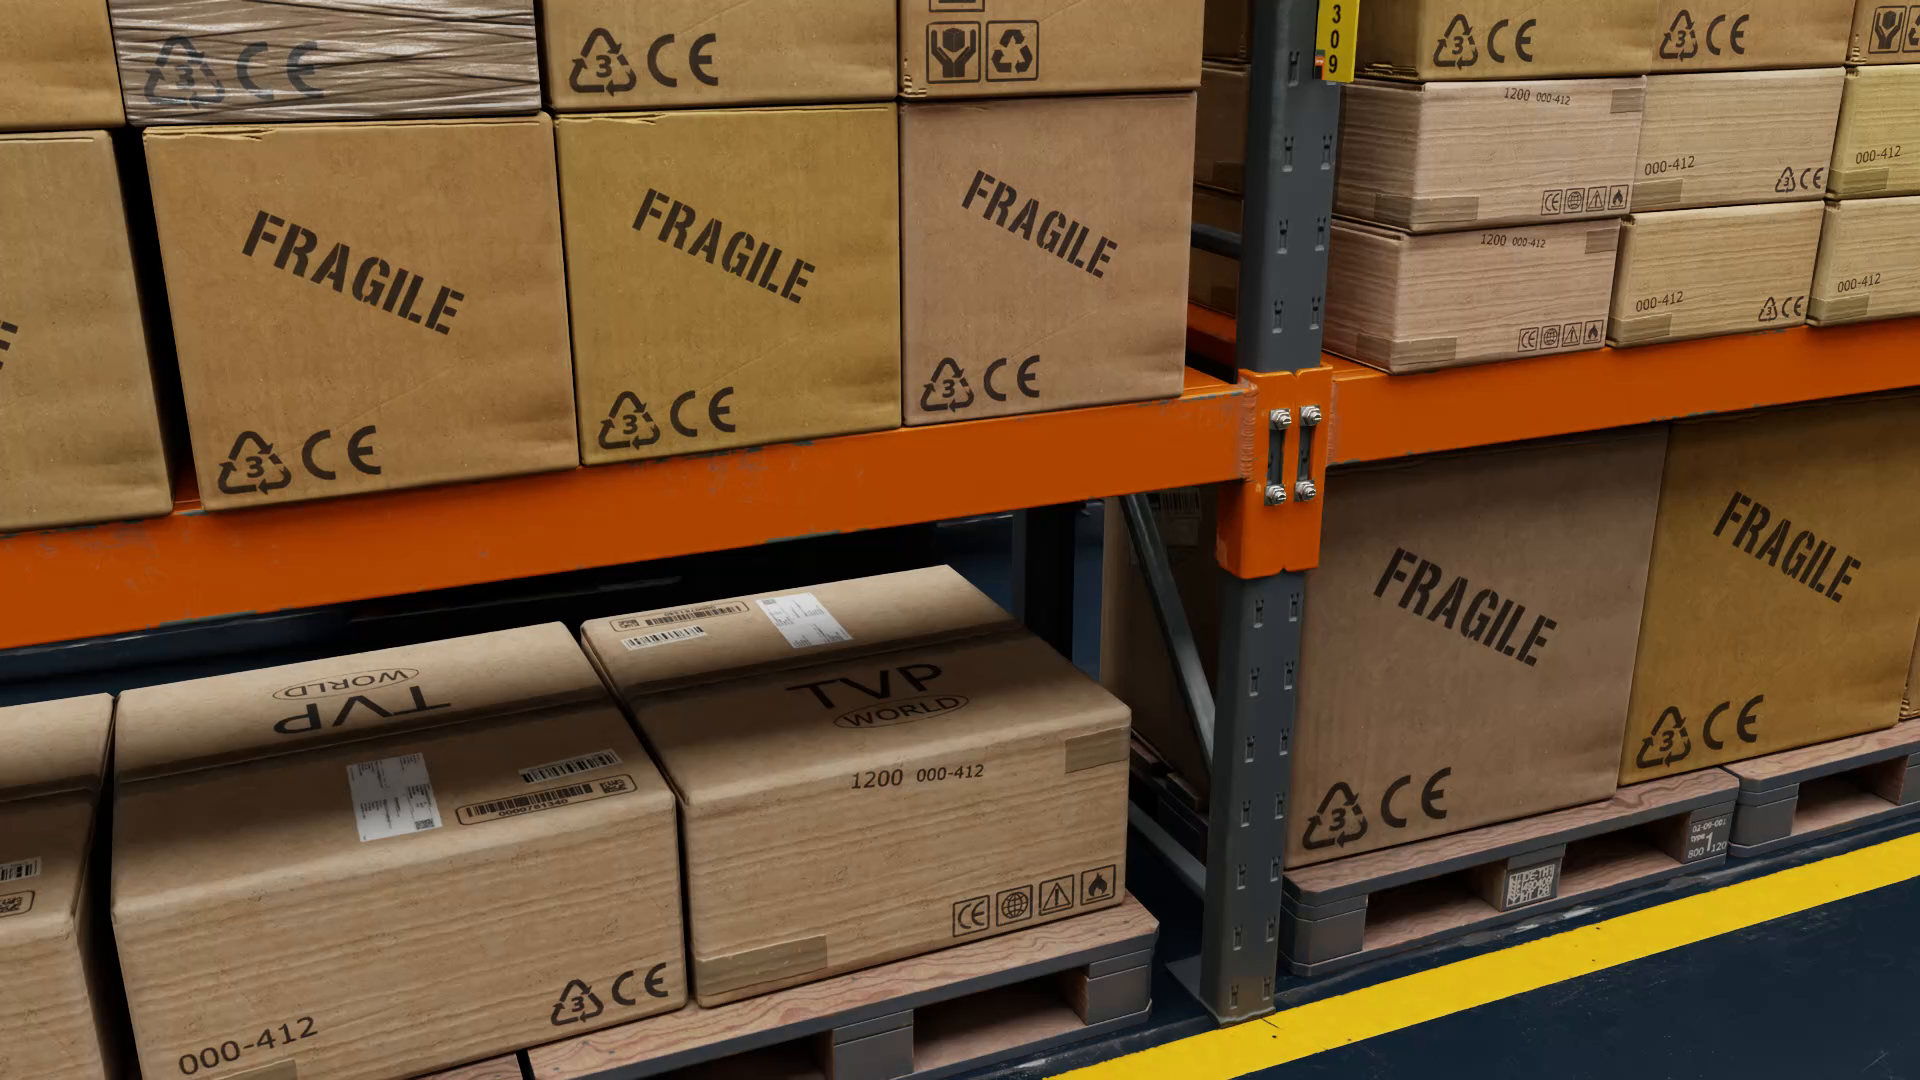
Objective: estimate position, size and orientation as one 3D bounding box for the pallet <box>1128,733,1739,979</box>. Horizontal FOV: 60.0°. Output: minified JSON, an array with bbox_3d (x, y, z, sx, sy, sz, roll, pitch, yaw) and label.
[{"bbox_3d":[1.053,0.581,4.054,1.213,0.211,1.003,-8,21,-22],"label":"pallet"}]

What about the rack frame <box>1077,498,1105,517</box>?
[{"bbox_3d":[0.523,-0.761,5.924,0.023,1.500,0.400,-7,20,-18],"label":"rack frame"}]

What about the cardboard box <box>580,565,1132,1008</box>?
[{"bbox_3d":[-0.245,0.451,3.451,0.875,0.438,0.875,-8,21,-23],"label":"cardboard box"}]

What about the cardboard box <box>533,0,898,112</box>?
[{"bbox_3d":[-0.419,-0.918,2.457,0.500,0.500,0.500,-8,21,-23],"label":"cardboard box"}]

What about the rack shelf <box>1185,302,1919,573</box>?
[{"bbox_3d":[2.211,-0.534,4.104,4.000,0.370,1.077,-8,21,-22],"label":"rack shelf"}]

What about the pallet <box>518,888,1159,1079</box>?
[{"bbox_3d":[-0.355,0.782,3.484,1.213,0.211,1.003,-8,21,-22],"label":"pallet"}]

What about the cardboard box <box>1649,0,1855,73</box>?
[{"bbox_3d":[1.349,-1.174,3.184,0.500,0.500,0.500,-8,21,-22],"label":"cardboard box"}]

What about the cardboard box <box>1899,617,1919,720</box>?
[{"bbox_3d":[2.560,-0.150,4.499,0.875,0.875,0.875,-8,21,-21],"label":"cardboard box"}]

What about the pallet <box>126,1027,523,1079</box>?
[{"bbox_3d":[-1.477,0.944,3.025,1.213,0.211,1.003,-8,21,-22],"label":"pallet"}]

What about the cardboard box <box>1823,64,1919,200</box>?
[{"bbox_3d":[1.832,-0.882,3.484,0.500,0.250,0.500,-8,21,-21],"label":"cardboard box"}]

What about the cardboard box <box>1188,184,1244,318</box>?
[{"bbox_3d":[0.687,-0.675,3.648,0.500,0.250,0.500,-9,21,-23],"label":"cardboard box"}]

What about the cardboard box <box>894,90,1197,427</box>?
[{"bbox_3d":[0.050,-0.518,2.826,0.500,0.500,0.500,-8,21,-21],"label":"cardboard box"}]

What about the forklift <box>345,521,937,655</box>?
[{"bbox_3d":[-1.650,-1.207,5.036,3.031,2.935,1.130,-7,20,-18],"label":"forklift"}]

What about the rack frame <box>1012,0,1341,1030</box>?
[{"bbox_3d":[0.374,-0.610,3.237,0.127,3.000,1.000,-8,21,-22],"label":"rack frame"}]

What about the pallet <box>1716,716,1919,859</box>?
[{"bbox_3d":[2.175,0.419,4.513,1.213,0.211,1.003,-8,21,-22],"label":"pallet"}]

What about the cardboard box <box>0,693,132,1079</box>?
[{"bbox_3d":[-1.895,0.687,2.781,0.875,0.438,0.875,-8,21,-20],"label":"cardboard box"}]

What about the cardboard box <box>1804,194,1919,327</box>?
[{"bbox_3d":[1.834,-0.647,3.570,0.500,0.250,0.500,-8,21,-22],"label":"cardboard box"}]

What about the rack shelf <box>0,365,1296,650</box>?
[{"bbox_3d":[-1.462,-0.007,2.610,4.000,0.370,1.077,-8,21,-22],"label":"rack shelf"}]

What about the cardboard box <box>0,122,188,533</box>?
[{"bbox_3d":[-1.363,-0.314,2.246,0.500,0.500,0.500,-7,21,-20],"label":"cardboard box"}]

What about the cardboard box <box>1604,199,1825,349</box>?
[{"bbox_3d":[1.358,-0.585,3.393,0.500,0.250,0.500,-9,21,-23],"label":"cardboard box"}]

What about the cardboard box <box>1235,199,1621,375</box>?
[{"bbox_3d":[0.883,-0.516,3.198,0.500,0.250,0.500,-9,21,-23],"label":"cardboard box"}]

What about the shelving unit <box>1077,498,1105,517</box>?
[{"bbox_3d":[0.177,-0.720,5.809,0.755,1.500,0.431,-7,20,-18],"label":"shelving unit"}]

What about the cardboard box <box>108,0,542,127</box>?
[{"bbox_3d":[-0.882,-0.848,2.258,0.500,0.500,0.500,-8,21,-21],"label":"cardboard box"}]

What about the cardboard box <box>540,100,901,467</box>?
[{"bbox_3d":[-0.420,-0.449,2.629,0.500,0.500,0.500,-9,21,-23],"label":"cardboard box"}]

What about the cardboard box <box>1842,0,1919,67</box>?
[{"bbox_3d":[1.810,-1.239,3.369,0.500,0.500,0.500,-9,21,-23],"label":"cardboard box"}]

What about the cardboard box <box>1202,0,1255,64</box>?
[{"bbox_3d":[0.685,-1.264,3.439,0.500,0.500,0.500,-7,21,-20],"label":"cardboard box"}]

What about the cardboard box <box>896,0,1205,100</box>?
[{"bbox_3d":[0.051,-0.982,2.639,0.500,0.500,0.500,-8,21,-22],"label":"cardboard box"}]

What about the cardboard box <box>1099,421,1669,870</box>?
[{"bbox_3d":[0.912,0.088,3.821,0.875,0.875,0.875,-7,21,-20],"label":"cardboard box"}]

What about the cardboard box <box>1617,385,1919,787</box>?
[{"bbox_3d":[1.738,-0.033,4.166,0.875,0.875,0.875,-8,21,-20],"label":"cardboard box"}]

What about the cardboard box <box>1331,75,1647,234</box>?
[{"bbox_3d":[0.890,-0.747,3.099,0.500,0.250,0.500,-9,21,-23],"label":"cardboard box"}]

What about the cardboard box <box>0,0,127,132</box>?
[{"bbox_3d":[-1.346,-0.785,2.078,0.500,0.500,0.500,-8,21,-22],"label":"cardboard box"}]

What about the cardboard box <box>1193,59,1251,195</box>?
[{"bbox_3d":[0.683,-0.907,3.554,0.500,0.250,0.500,-8,21,-22],"label":"cardboard box"}]

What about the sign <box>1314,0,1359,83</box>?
[{"bbox_3d":[0.596,-0.886,2.600,0.005,0.325,0.100,-8,21,-22],"label":"sign"}]

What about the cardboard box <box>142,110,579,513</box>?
[{"bbox_3d":[-0.876,-0.378,2.428,0.500,0.500,0.500,-8,21,-23],"label":"cardboard box"}]

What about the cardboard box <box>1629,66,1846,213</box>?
[{"bbox_3d":[1.358,-0.824,3.318,0.500,0.250,0.500,-8,21,-21],"label":"cardboard box"}]

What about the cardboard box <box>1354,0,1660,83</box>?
[{"bbox_3d":[0.892,-1.099,2.970,0.500,0.500,0.500,-8,21,-21],"label":"cardboard box"}]

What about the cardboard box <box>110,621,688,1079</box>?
[{"bbox_3d":[-1.066,0.569,3.116,0.875,0.438,0.875,-9,21,-24],"label":"cardboard box"}]
